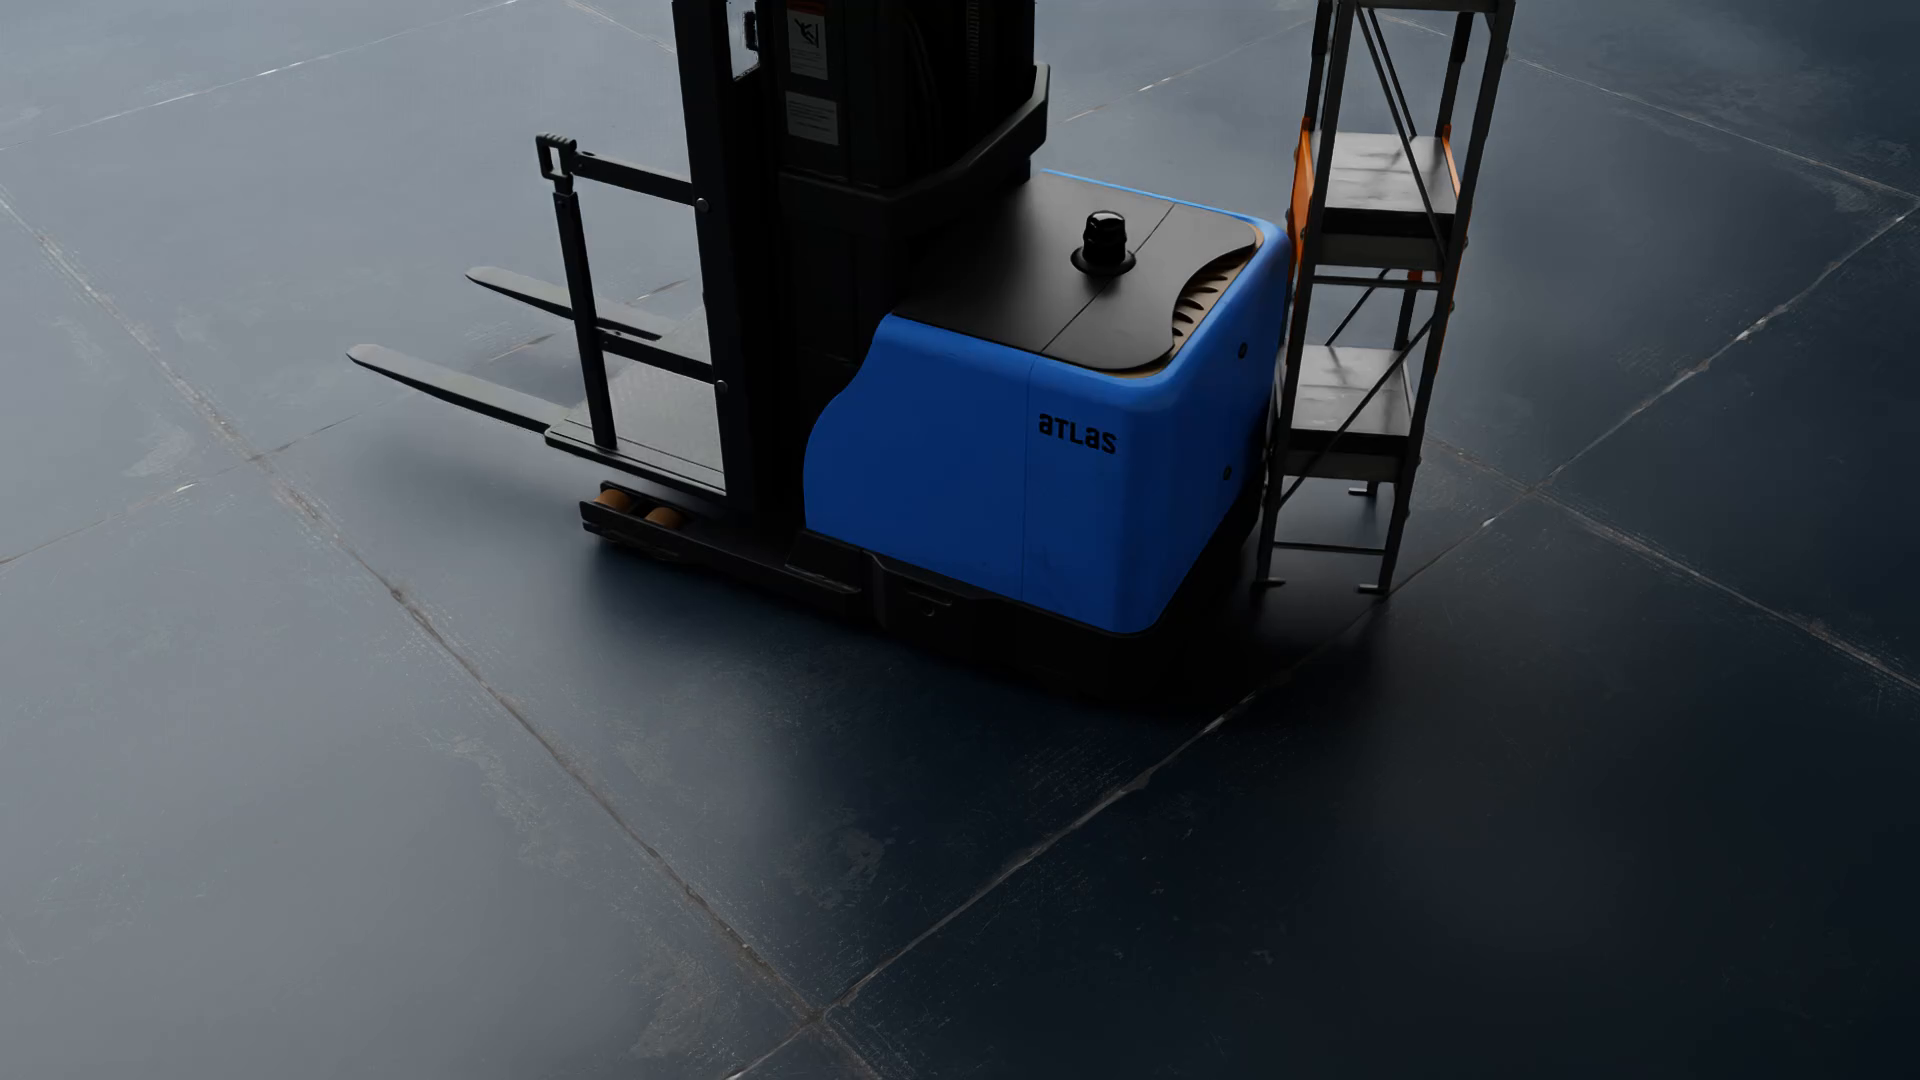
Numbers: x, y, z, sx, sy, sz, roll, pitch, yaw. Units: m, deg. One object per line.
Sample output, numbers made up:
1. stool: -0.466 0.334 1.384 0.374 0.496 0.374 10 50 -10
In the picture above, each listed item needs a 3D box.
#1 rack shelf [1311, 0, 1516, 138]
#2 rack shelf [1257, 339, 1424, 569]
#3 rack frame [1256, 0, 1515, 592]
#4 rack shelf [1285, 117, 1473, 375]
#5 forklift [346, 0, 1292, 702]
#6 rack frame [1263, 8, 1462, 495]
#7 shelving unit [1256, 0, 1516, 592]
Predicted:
1. rack shelf: 1.134 -1.364 4.176 0.431 0.518 0.480 4 39 5
2. rack shelf: 1.134 -0.275 5.056 0.431 0.518 0.480 4 39 5
3. rack frame: 1.106 -0.678 4.419 0.400 2.100 0.015 4 39 5
4. rack shelf: 1.134 -0.820 4.616 0.431 0.518 0.480 4 39 5
5. forklift: -0.607 -1.348 4.587 3.031 2.935 1.130 18 42 21
6. rack frame: 1.163 -0.983 4.796 0.400 2.100 0.015 4 39 5
7. shelving unit: 1.134 -0.830 4.607 0.431 2.100 0.503 4 39 5
